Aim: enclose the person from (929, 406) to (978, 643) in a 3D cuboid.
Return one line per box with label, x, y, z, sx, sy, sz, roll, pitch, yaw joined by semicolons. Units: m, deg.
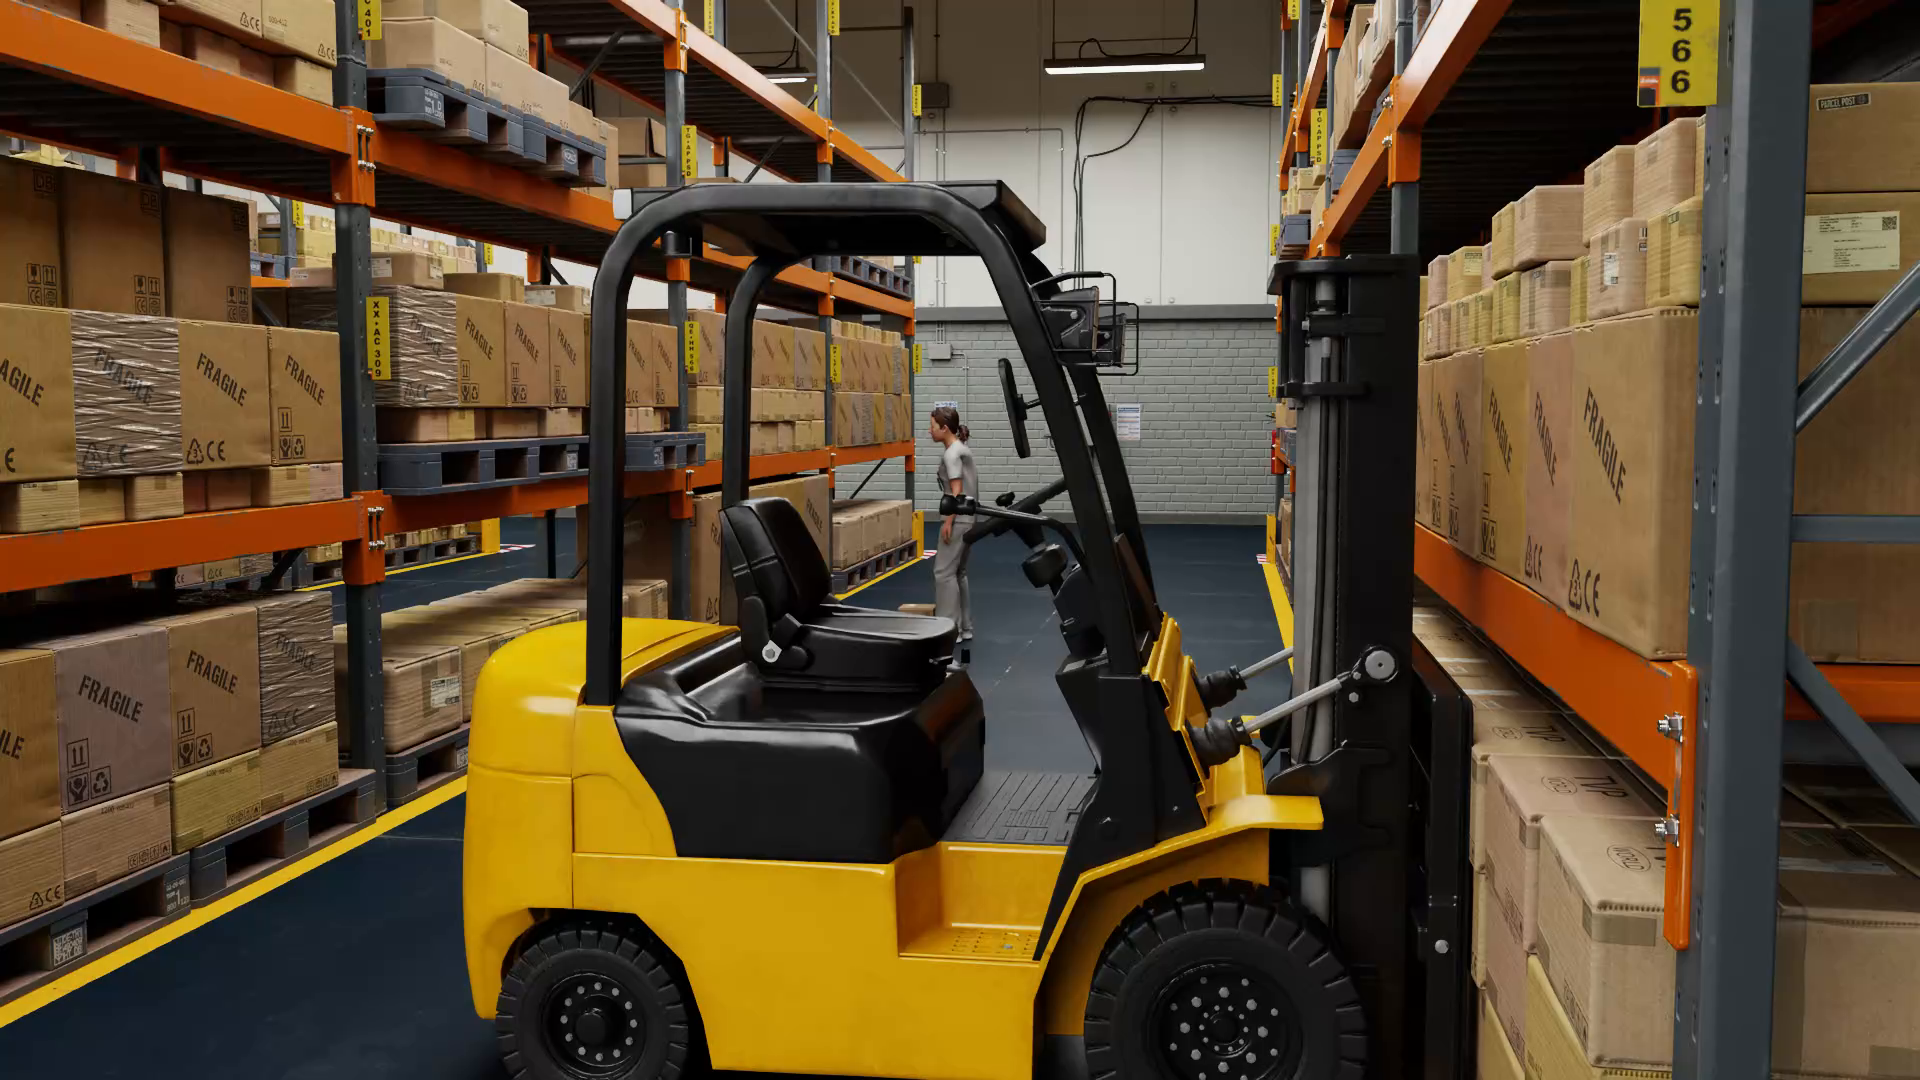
person;-0.079;-0.111;11.759;0.417;1.671;0.511;0;5;5
